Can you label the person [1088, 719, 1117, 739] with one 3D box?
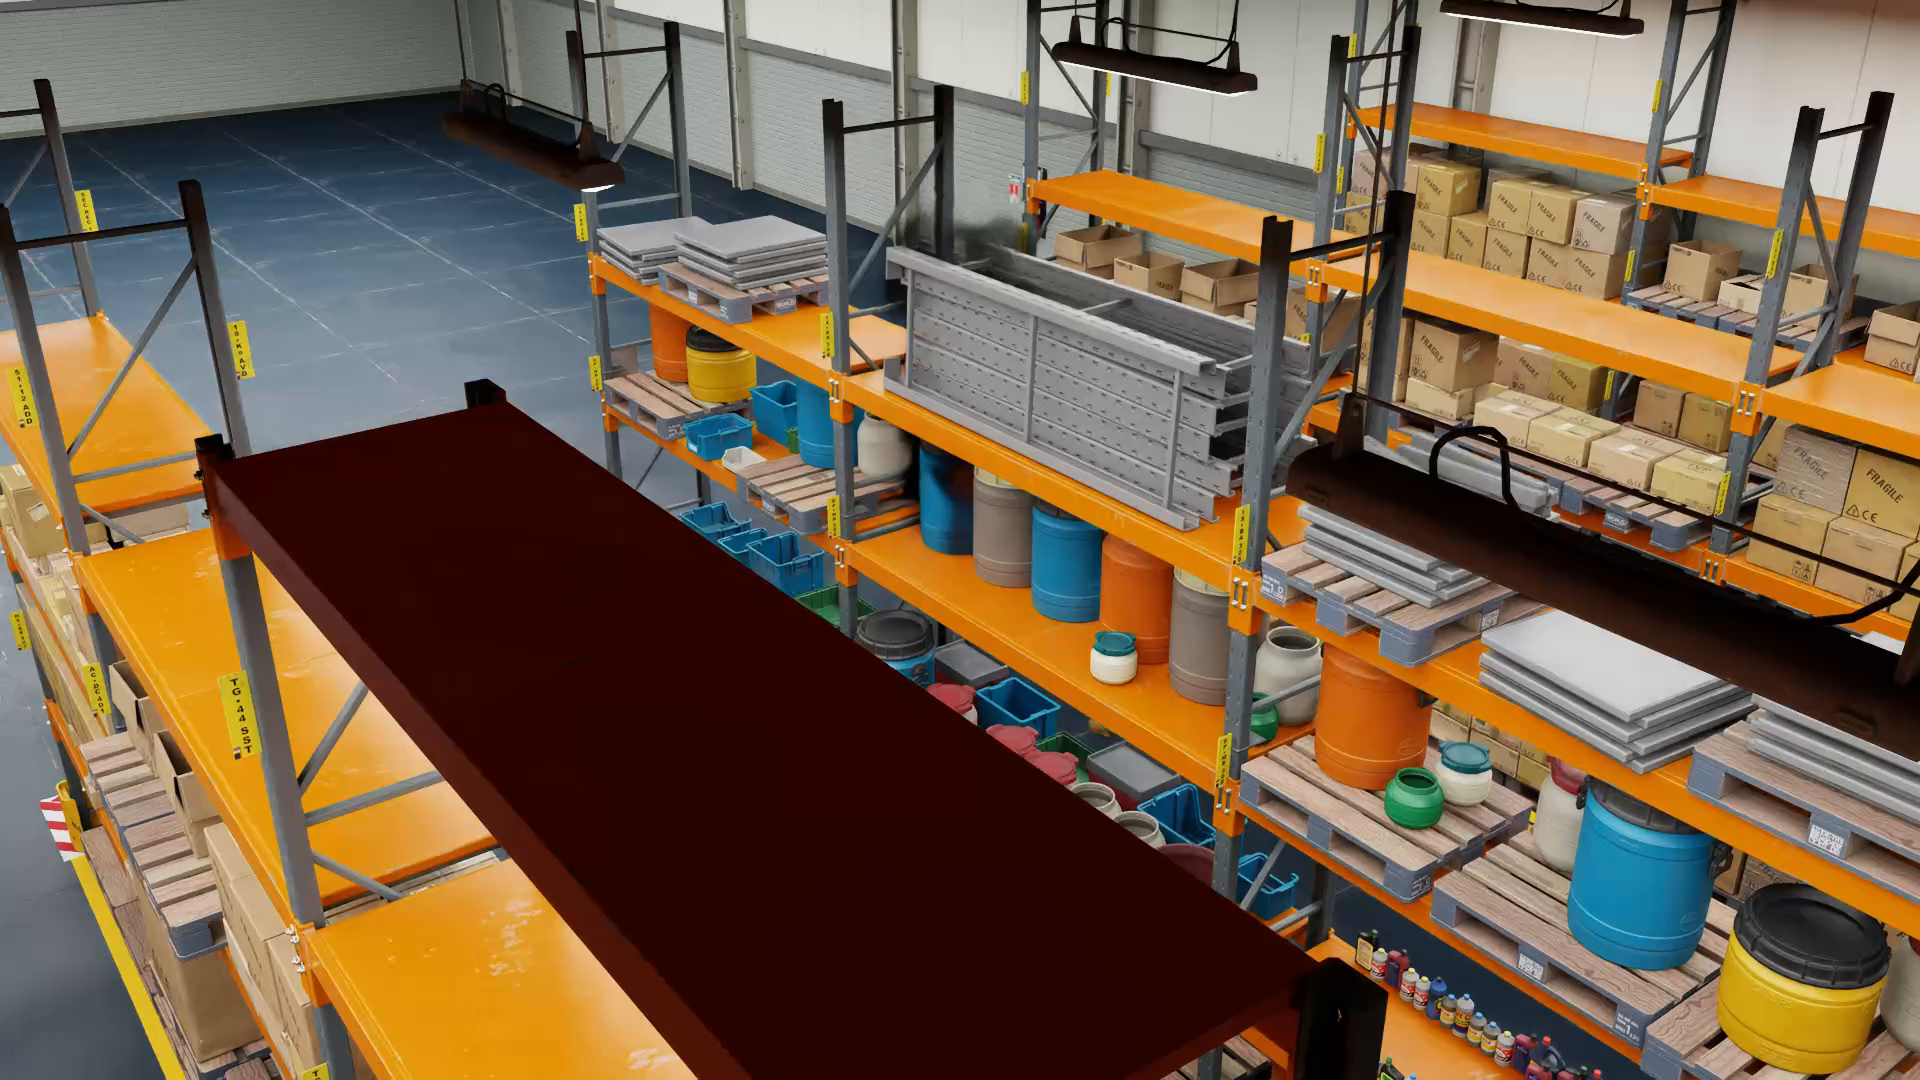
[{"bbox_3d":[1.390,0.970,14.121,0.656,1.756,0.741,-23,33,-40],"label":"person"}]
